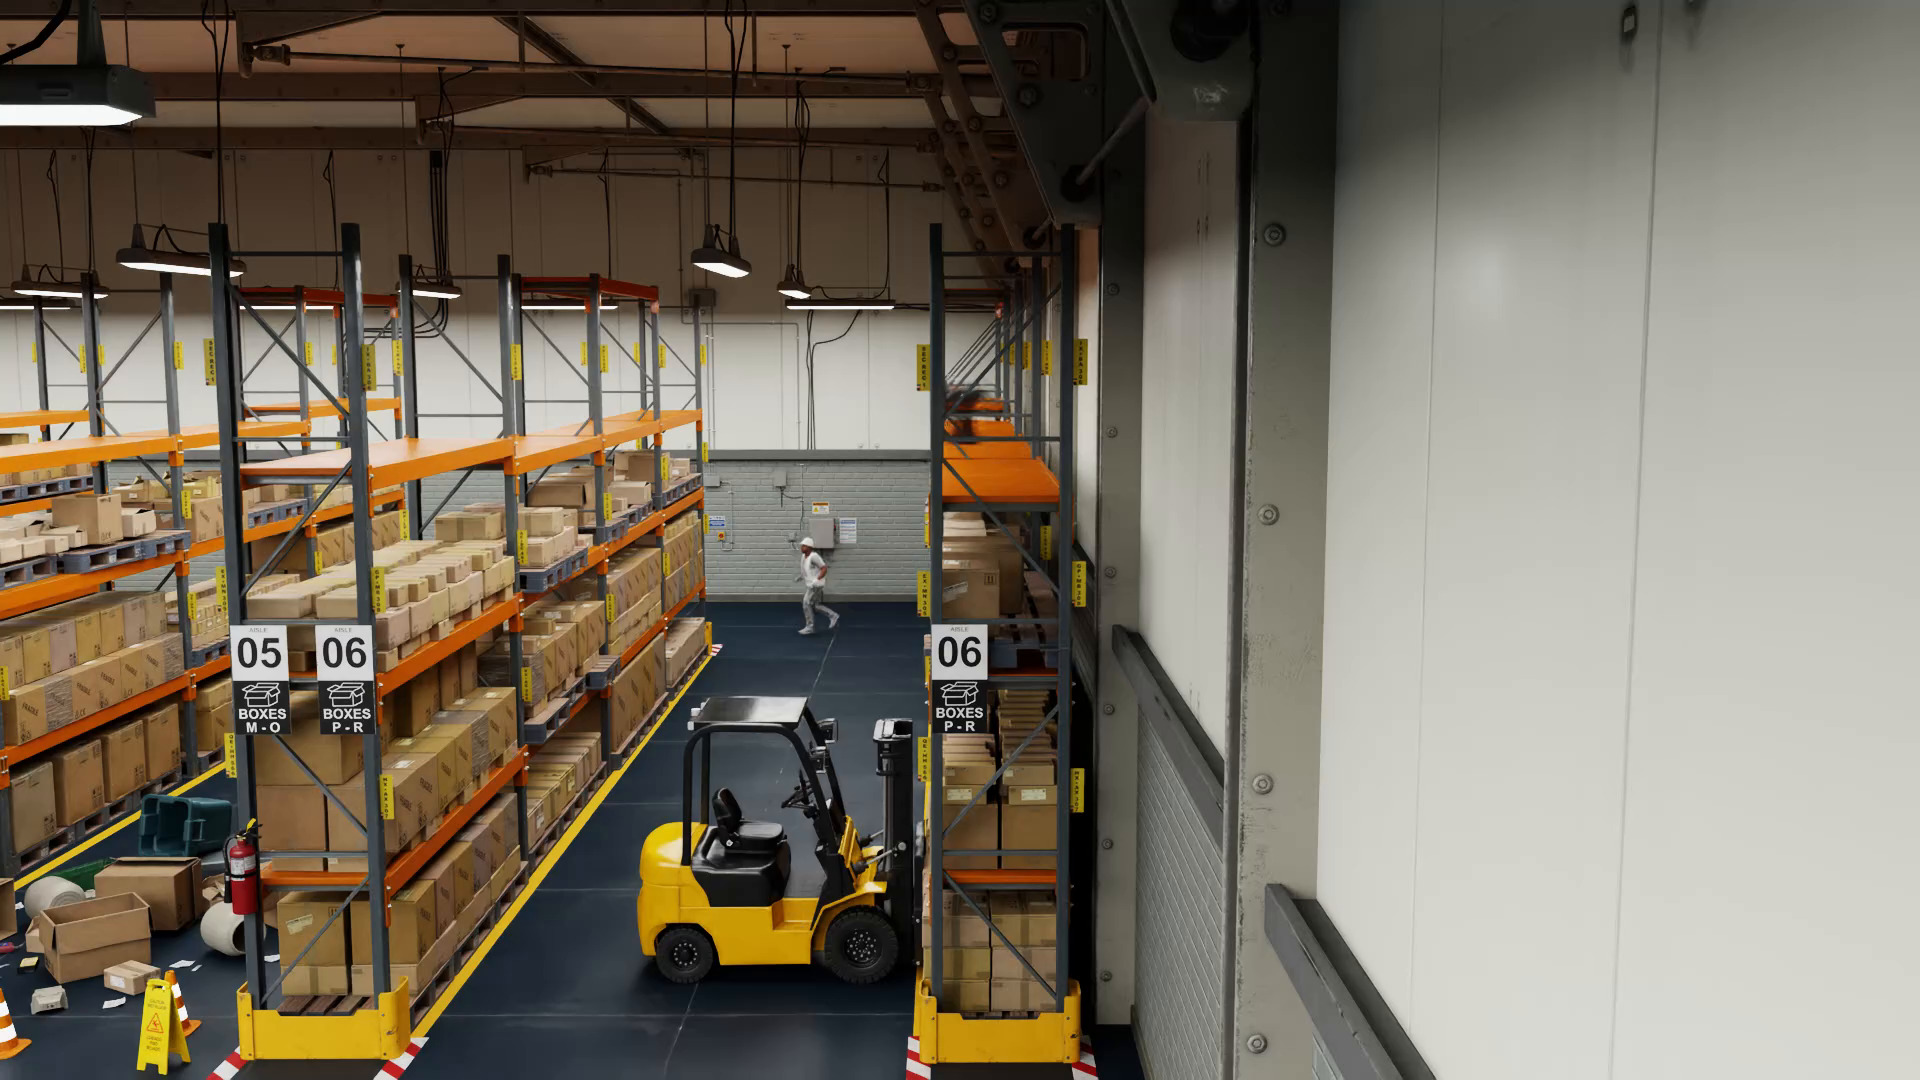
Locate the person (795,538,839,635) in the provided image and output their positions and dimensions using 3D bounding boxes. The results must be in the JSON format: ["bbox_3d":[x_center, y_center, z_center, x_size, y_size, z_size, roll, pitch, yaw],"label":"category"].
[{"bbox_3d":[-2.554,0.815,29.987,0.822,1.737,0.682,-3,7,-22],"label":"person"}]
